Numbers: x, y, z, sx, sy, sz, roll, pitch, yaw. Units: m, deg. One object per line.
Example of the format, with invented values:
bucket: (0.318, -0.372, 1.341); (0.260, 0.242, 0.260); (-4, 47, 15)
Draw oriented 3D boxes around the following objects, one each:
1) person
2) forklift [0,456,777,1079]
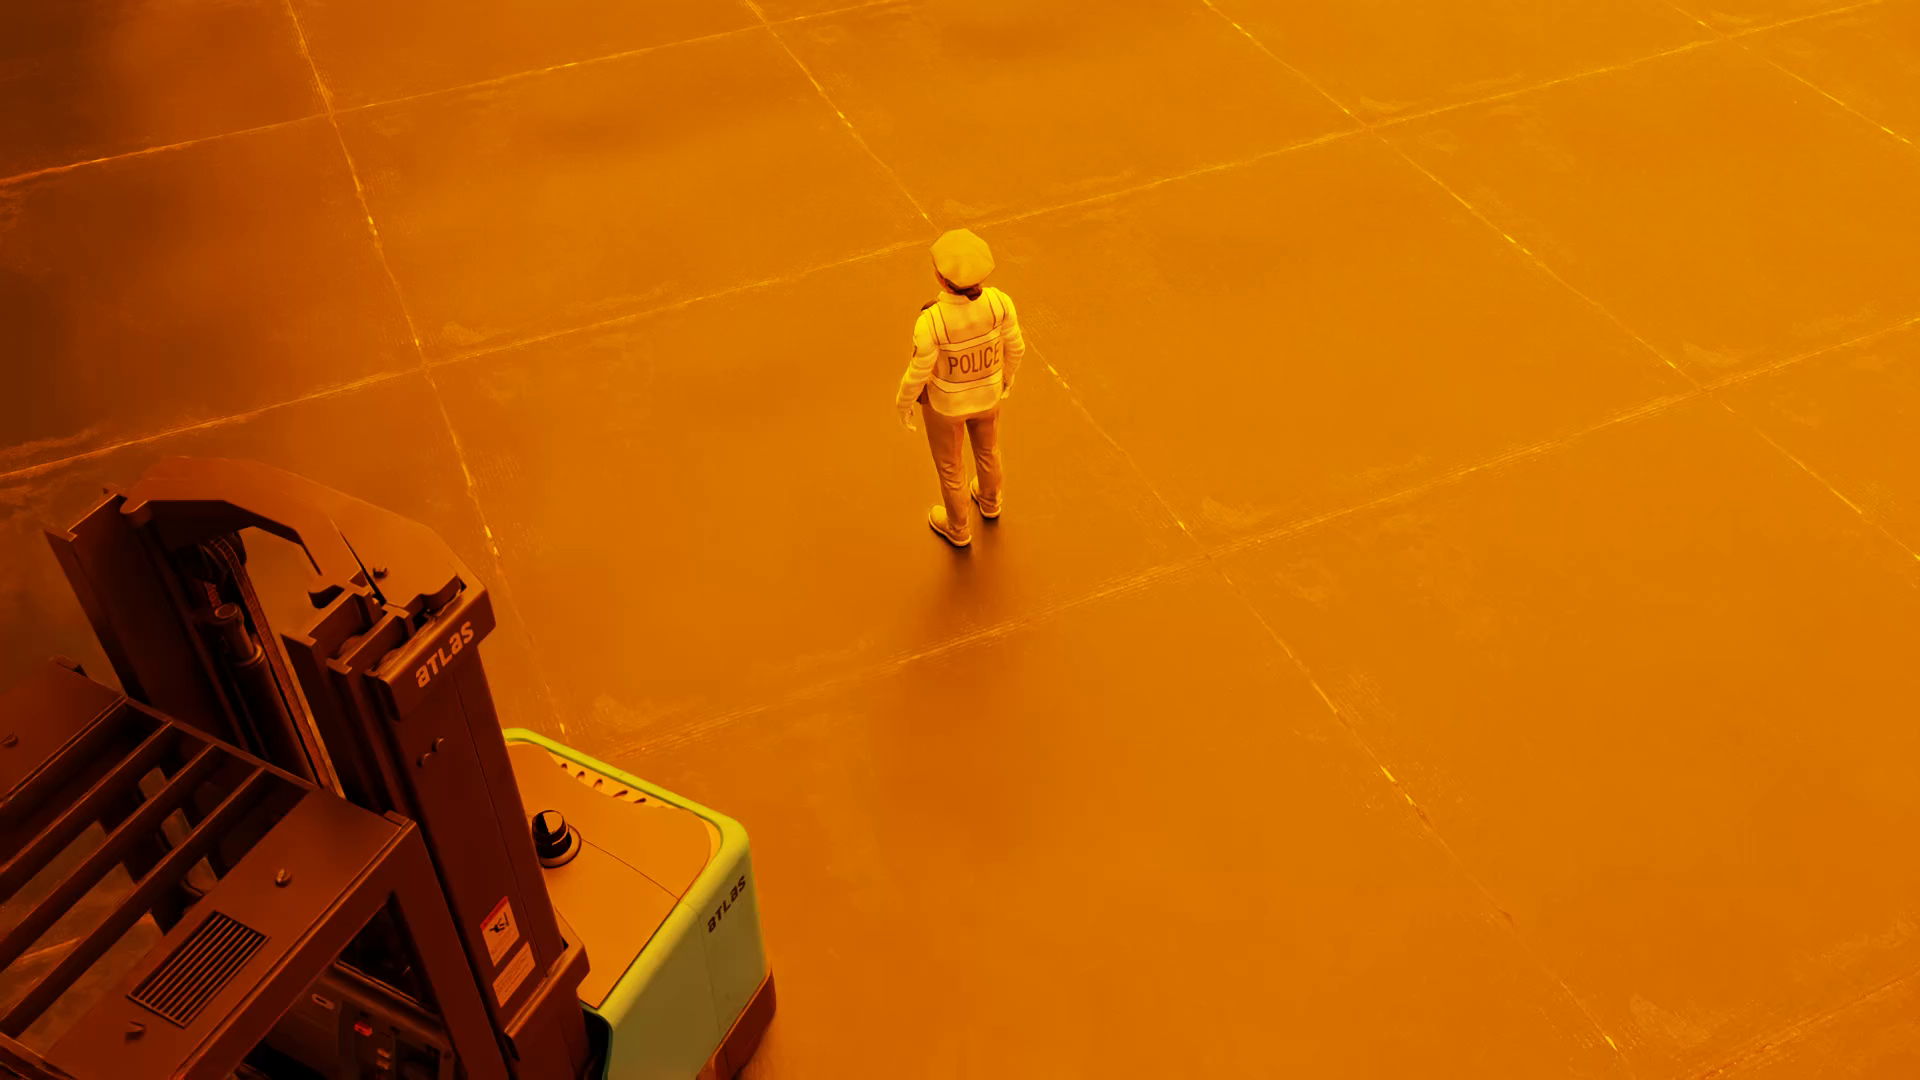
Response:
person: (-0.022, -0.668, 7.292); (0.587, 1.696, 0.534); (-18, 46, -18)
forklift: (-1.777, 1.369, 4.213); (1.130, 2.935, 3.031); (19, 46, 19)
